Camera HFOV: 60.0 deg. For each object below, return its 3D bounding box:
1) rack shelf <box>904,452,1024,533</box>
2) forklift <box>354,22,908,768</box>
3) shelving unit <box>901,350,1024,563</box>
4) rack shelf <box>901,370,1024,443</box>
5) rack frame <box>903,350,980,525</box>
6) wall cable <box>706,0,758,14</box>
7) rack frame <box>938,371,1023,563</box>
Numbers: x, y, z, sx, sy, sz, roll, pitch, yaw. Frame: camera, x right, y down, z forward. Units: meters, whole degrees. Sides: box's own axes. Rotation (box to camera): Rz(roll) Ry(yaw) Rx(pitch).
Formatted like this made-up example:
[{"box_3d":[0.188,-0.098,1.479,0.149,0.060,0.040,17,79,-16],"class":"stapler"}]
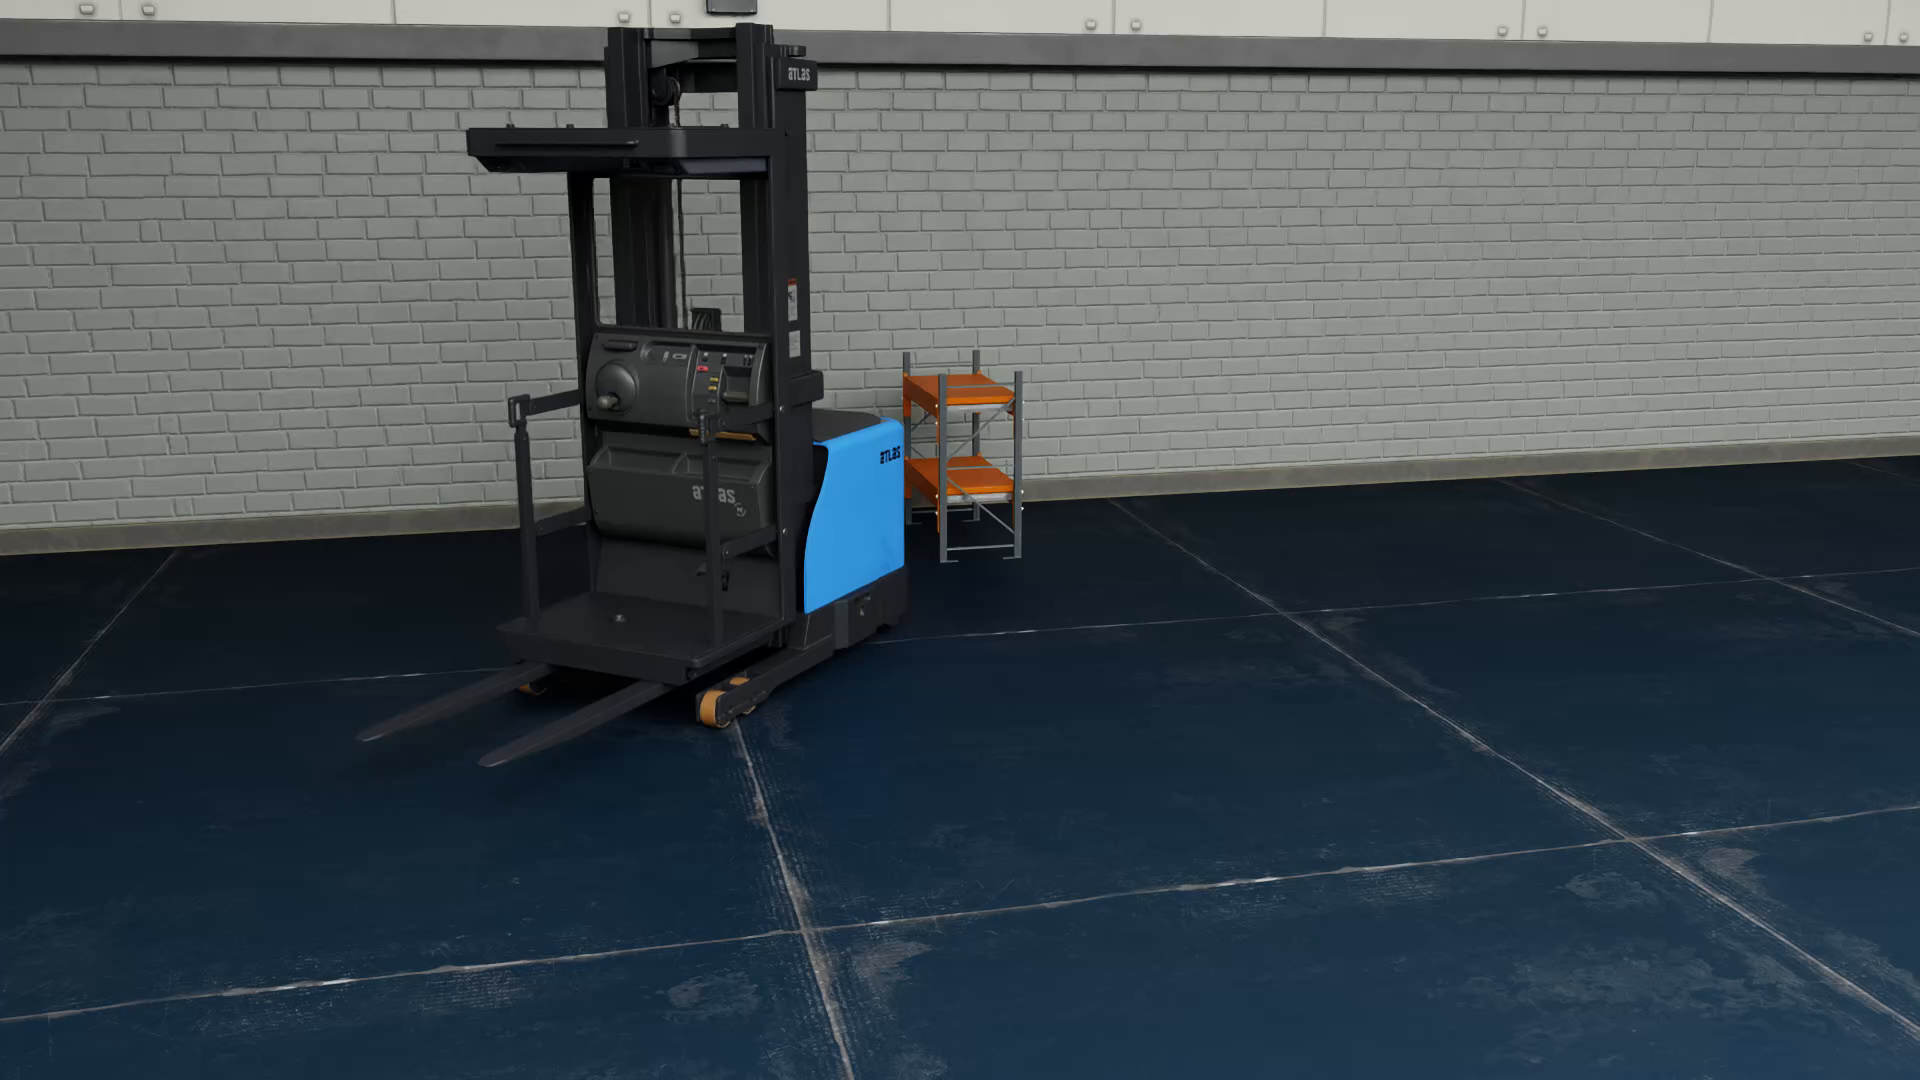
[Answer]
[{"box_3d":[0.002,-0.307,10.345,0.538,0.278,1.000,-3,14,-13],"class":"rack shelf"},{"box_3d":[-1.366,-0.735,7.259,1.130,2.935,3.031,7,15,25],"class":"forklift"},{"box_3d":[0.002,-0.545,10.287,0.538,1.125,1.048,-3,14,-13],"class":"shelving unit"},{"box_3d":[0.002,-0.829,10.218,0.538,0.278,1.000,-3,14,-13],"class":"rack shelf"},{"box_3d":[-0.118,-0.662,10.767,0.500,1.125,0.032,-3,14,-13],"class":"rack frame"},{"box_3d":[-0.433,-6.226,9.783,2.305,6.003,0.169,-3,14,-13],"class":"wall cable"},{"box_3d":[0.121,-0.428,9.807,0.500,1.125,0.032,-3,14,-13],"class":"rack frame"}]
